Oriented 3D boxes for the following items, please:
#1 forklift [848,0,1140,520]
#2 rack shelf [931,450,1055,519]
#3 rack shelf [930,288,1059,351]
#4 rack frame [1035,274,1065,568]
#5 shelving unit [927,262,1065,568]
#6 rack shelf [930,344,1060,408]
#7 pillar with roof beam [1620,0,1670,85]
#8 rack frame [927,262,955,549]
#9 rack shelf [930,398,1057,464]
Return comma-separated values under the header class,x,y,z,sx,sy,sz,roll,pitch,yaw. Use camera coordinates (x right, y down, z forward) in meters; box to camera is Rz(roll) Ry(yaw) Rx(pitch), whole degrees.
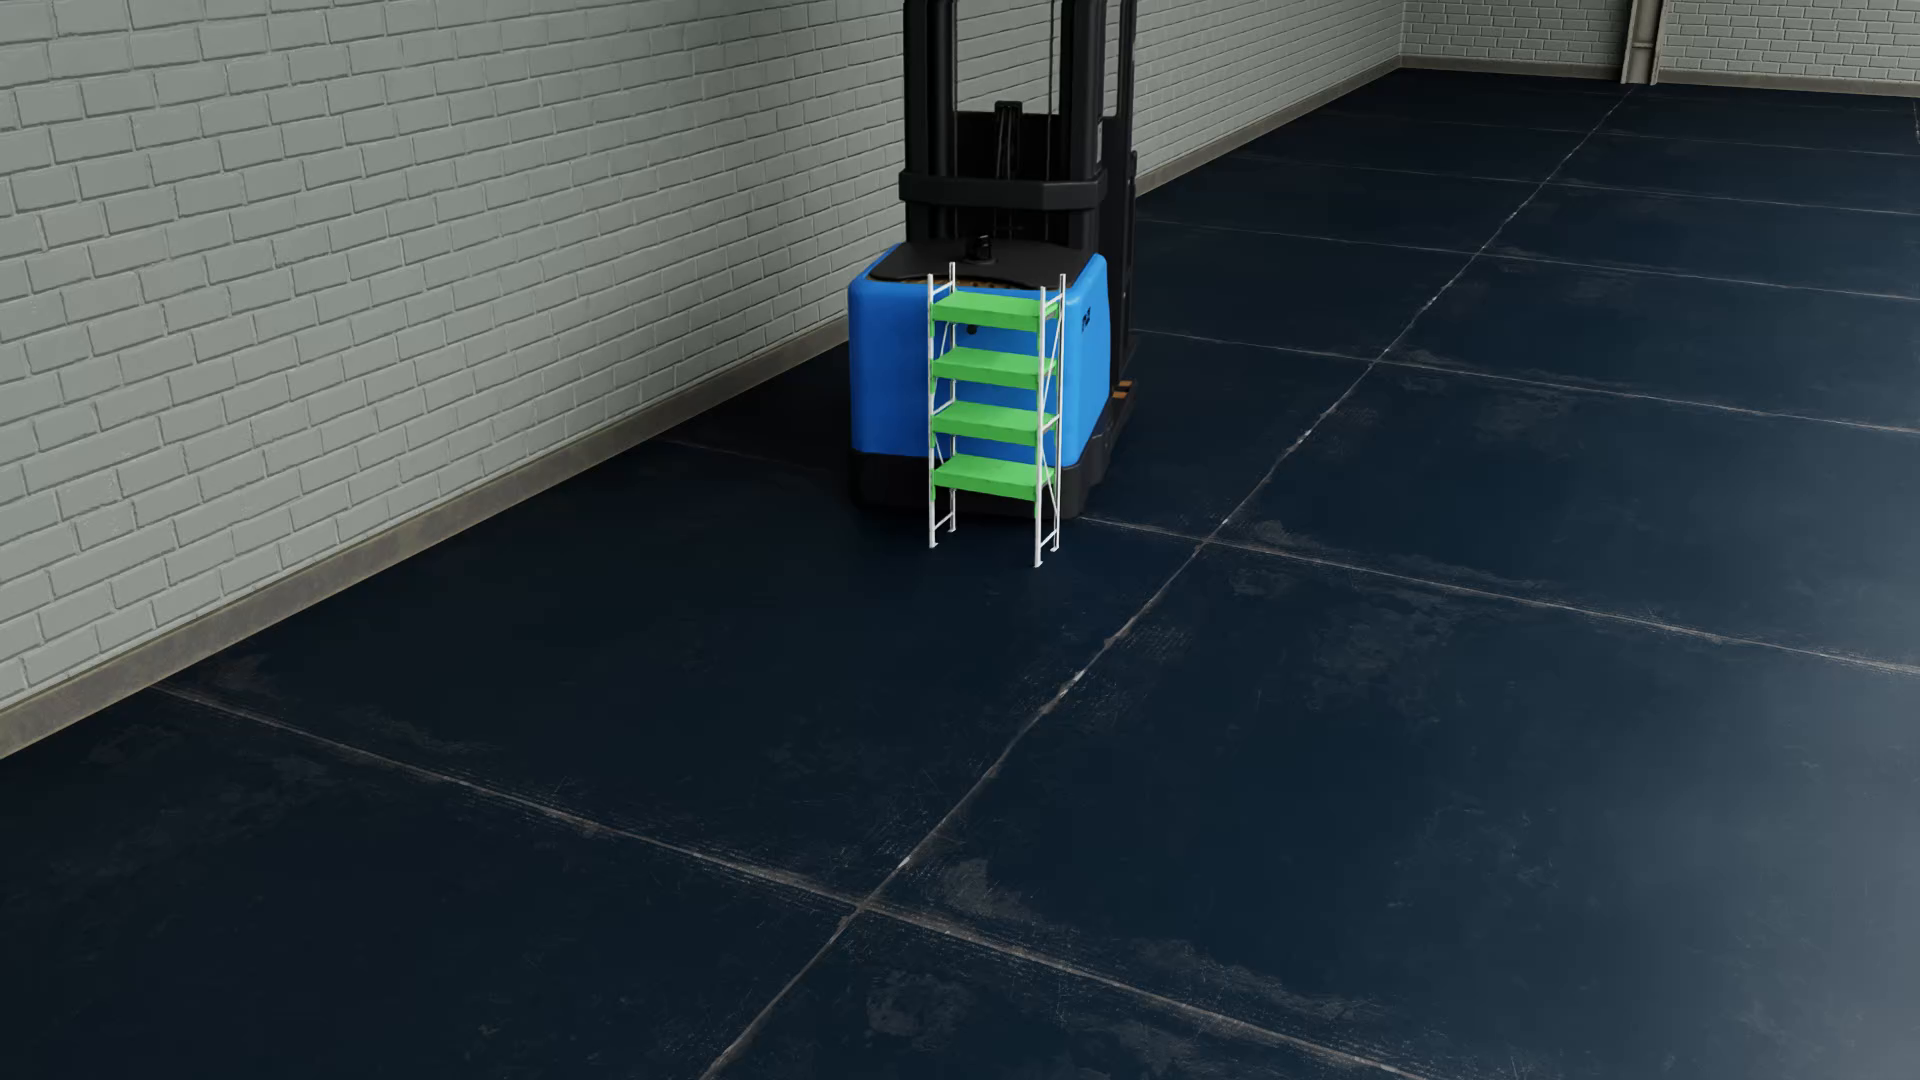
class,x,y,z,sx,sy,sz,roll,pitch,yaw
forklift,0.329,-1.984,8.170,1.130,2.935,3.031,5,24,12
rack shelf,0.146,-0.239,7.054,0.480,0.148,0.258,10,25,22
rack shelf,0.146,-0.901,6.773,0.480,0.148,0.258,10,25,22
rack frame,0.369,-0.479,6.844,0.015,1.200,0.240,10,25,22
shelving unit,0.146,-0.518,6.935,0.503,1.200,0.258,10,25,22
rack shelf,0.146,-0.680,6.867,0.480,0.148,0.258,10,25,22
pillar with roof beam,6.436,-8.286,15.235,0.400,9.000,9.100,11,25,25
rack frame,-0.076,-0.557,7.027,0.015,1.200,0.240,10,25,22
rack shelf,0.146,-0.459,6.960,0.480,0.148,0.258,10,25,22
